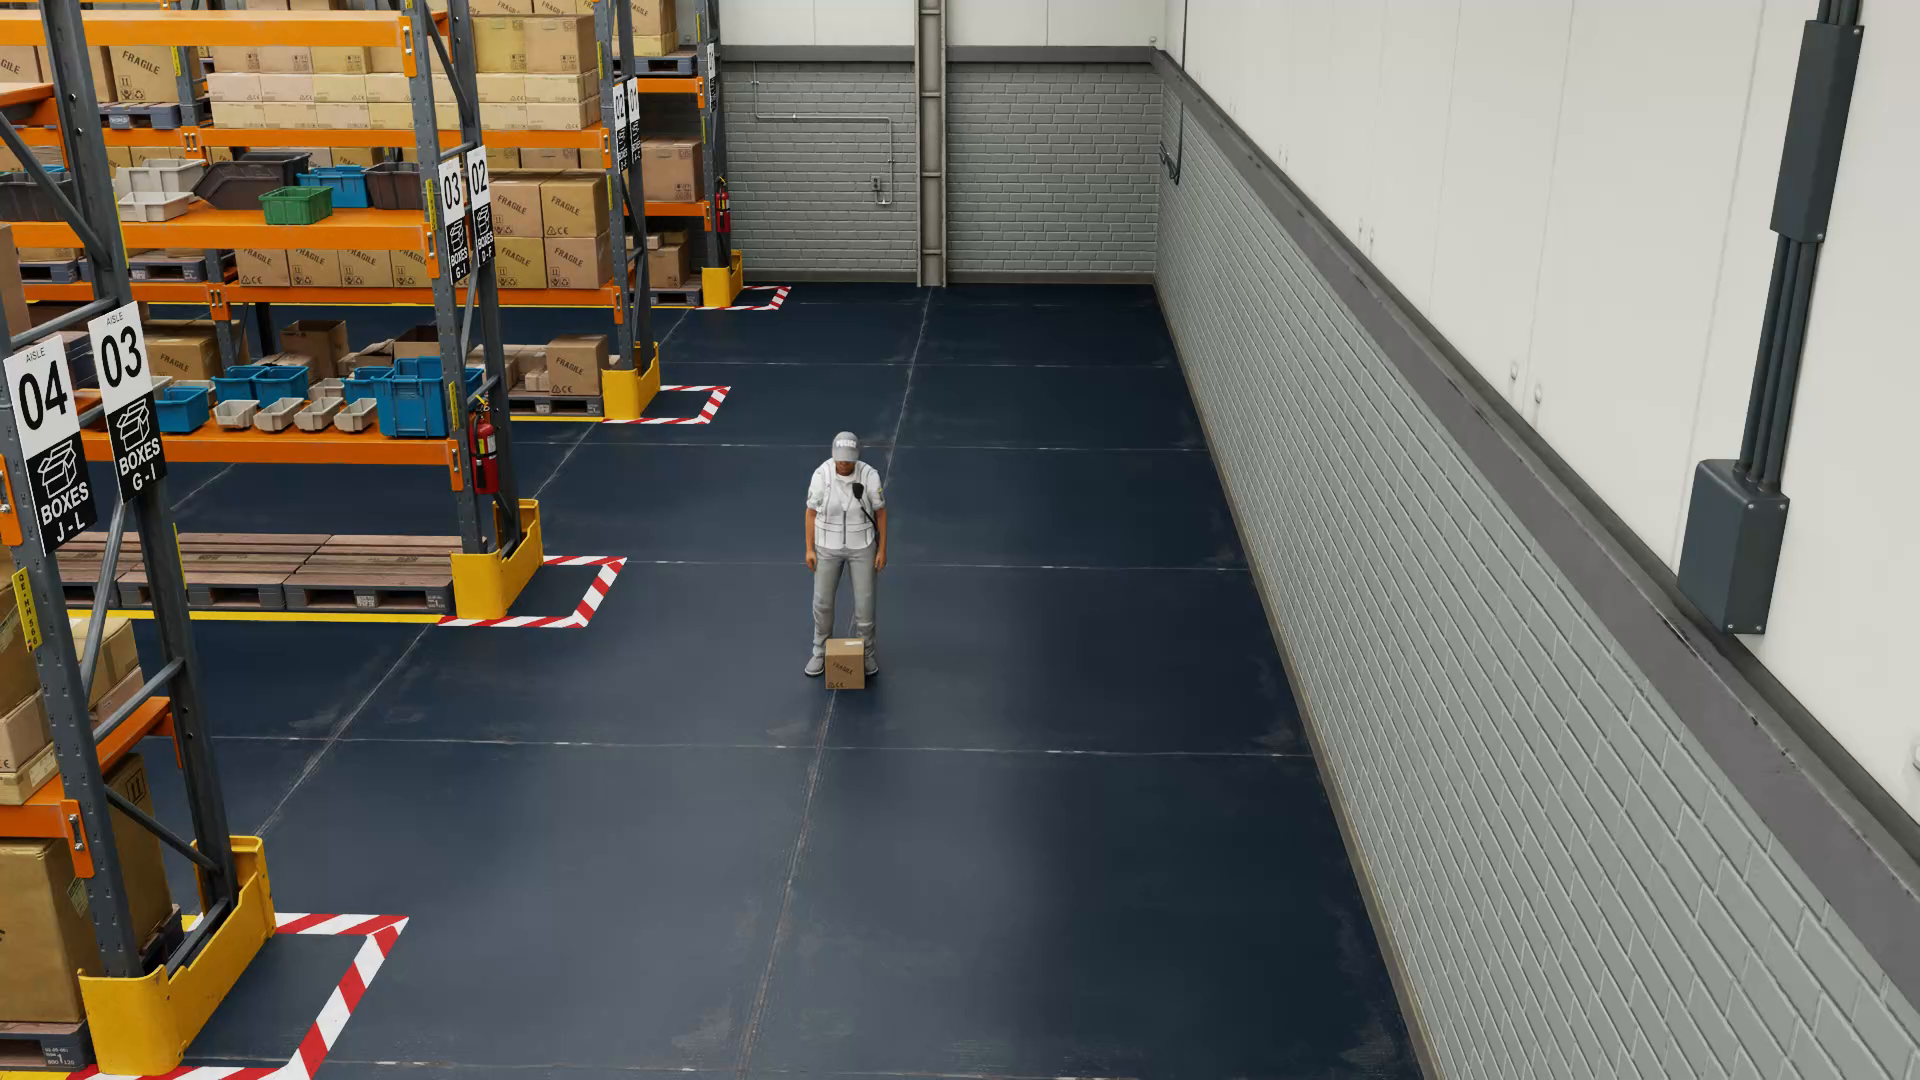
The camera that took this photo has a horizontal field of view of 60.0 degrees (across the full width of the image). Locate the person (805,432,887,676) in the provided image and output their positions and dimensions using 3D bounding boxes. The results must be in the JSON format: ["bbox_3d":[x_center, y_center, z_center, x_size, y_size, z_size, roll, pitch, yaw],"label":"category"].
[{"bbox_3d":[-0.755,0.075,10.873,0.557,1.667,0.468,0,21,0],"label":"person"}]
